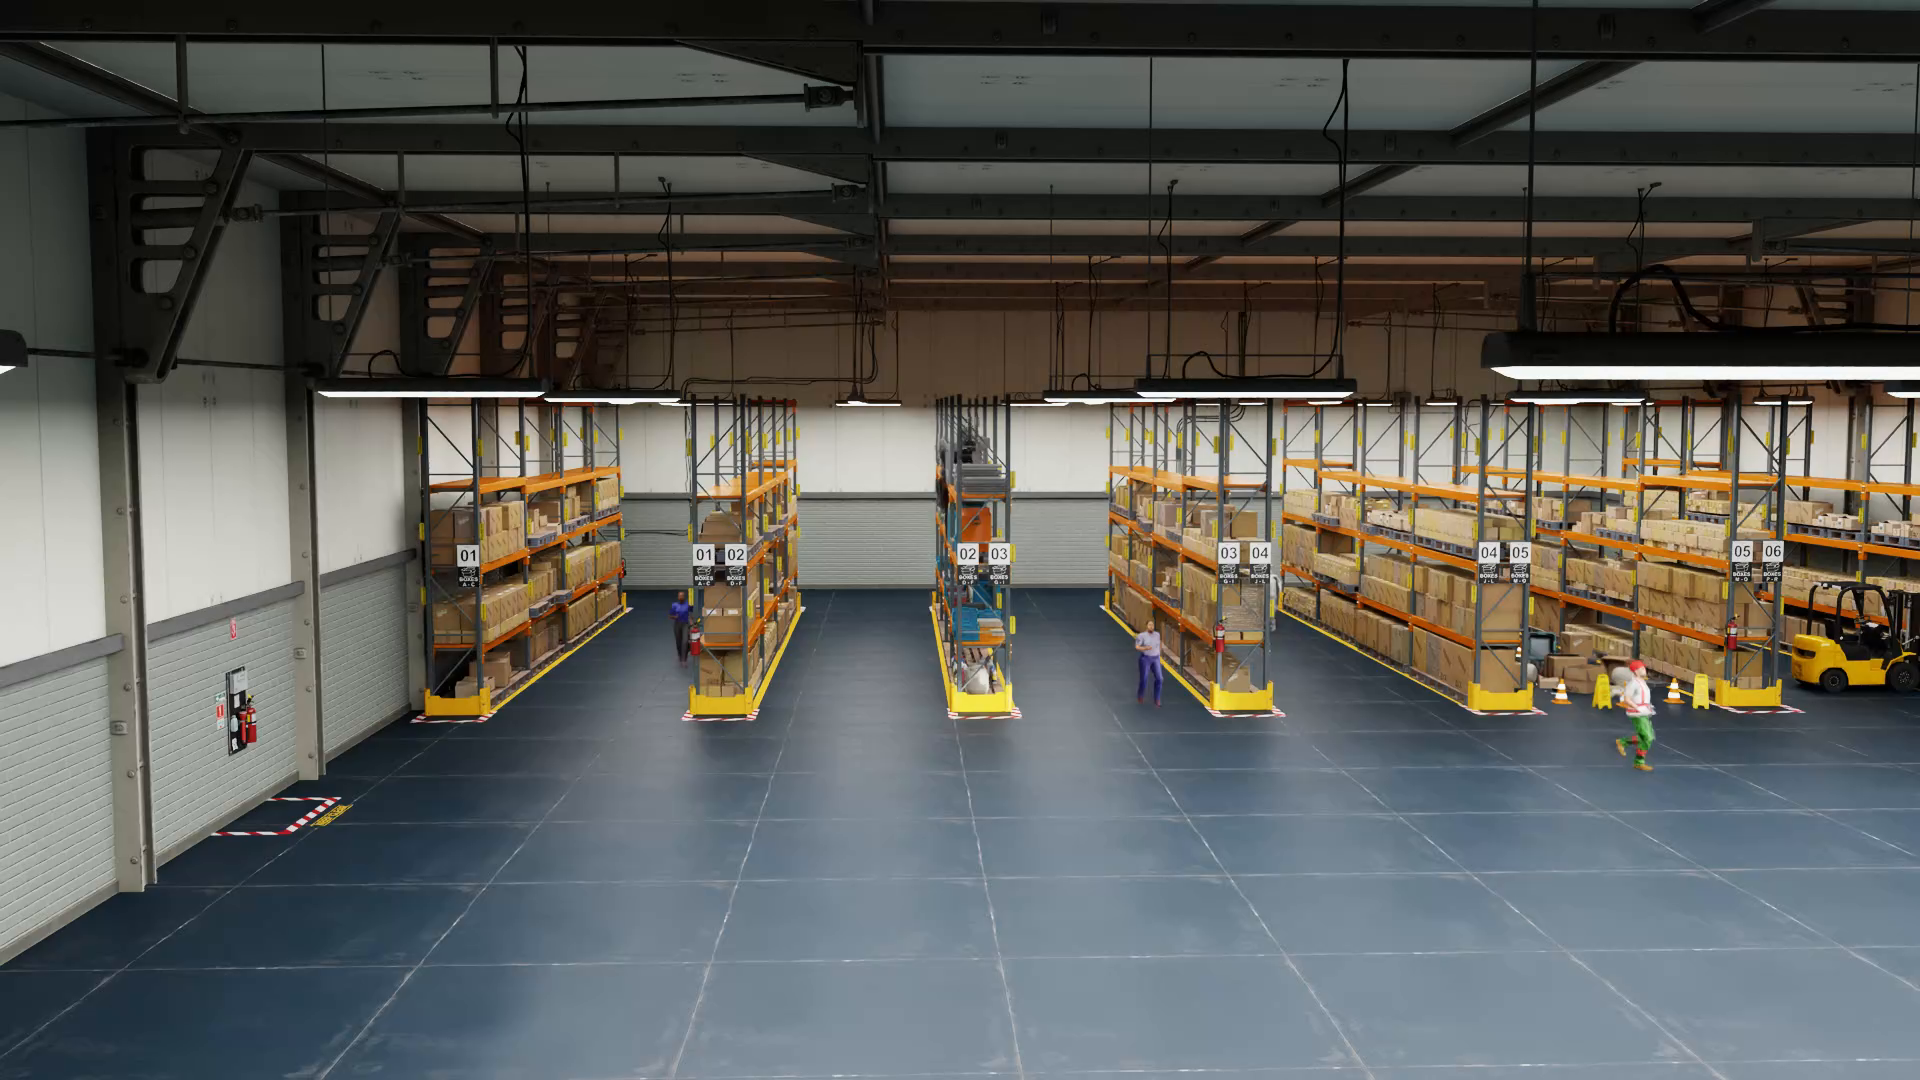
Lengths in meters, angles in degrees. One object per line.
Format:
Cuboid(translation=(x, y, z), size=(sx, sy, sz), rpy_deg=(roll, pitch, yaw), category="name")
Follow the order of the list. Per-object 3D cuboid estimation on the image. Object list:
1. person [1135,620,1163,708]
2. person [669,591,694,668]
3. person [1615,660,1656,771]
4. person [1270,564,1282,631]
Cuboid(translation=(3.649, 2.404, 32.063), size=(0.604, 1.713, 0.662), rpy_deg=(-1, 5, -12), category="person")
Cuboid(translation=(-6.185, 1.960, 36.982), size=(0.578, 1.660, 0.870), rpy_deg=(-1, 5, -7), category="person")
Cuboid(translation=(10.732, 2.778, 26.466), size=(0.615, 1.745, 0.656), rpy_deg=(3, 6, 37), category="person")
Cuboid(translation=(8.087, 1.468, 43.311), size=(0.619, 1.703, 0.929), rpy_deg=(0, 5, 3), category="person")
